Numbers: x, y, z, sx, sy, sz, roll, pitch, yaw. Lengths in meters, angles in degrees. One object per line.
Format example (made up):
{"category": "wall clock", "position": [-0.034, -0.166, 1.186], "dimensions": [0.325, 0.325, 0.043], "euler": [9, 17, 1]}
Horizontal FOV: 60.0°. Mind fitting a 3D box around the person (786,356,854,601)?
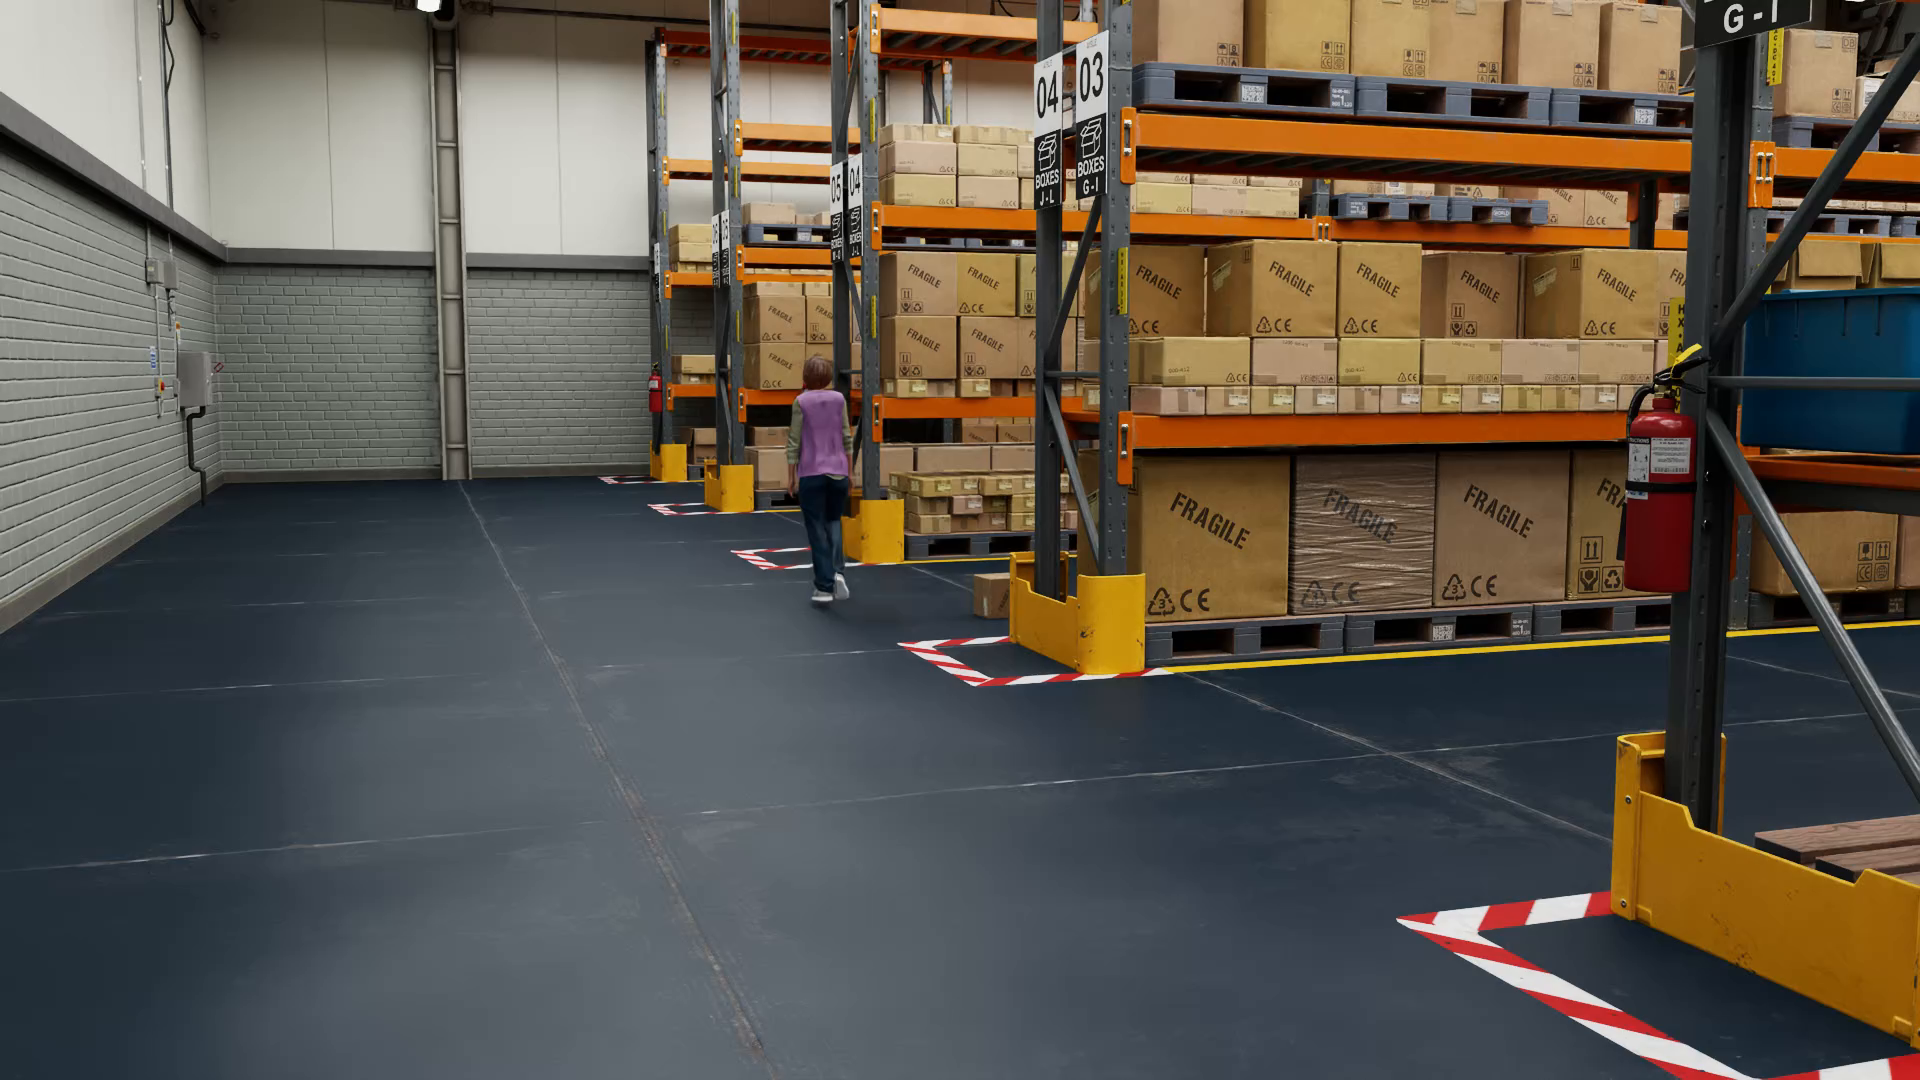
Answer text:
{"category": "person", "position": [-0.910, -0.390, 10.822], "dimensions": [0.440, 1.608, 0.440], "euler": [-3, 7, -27]}
